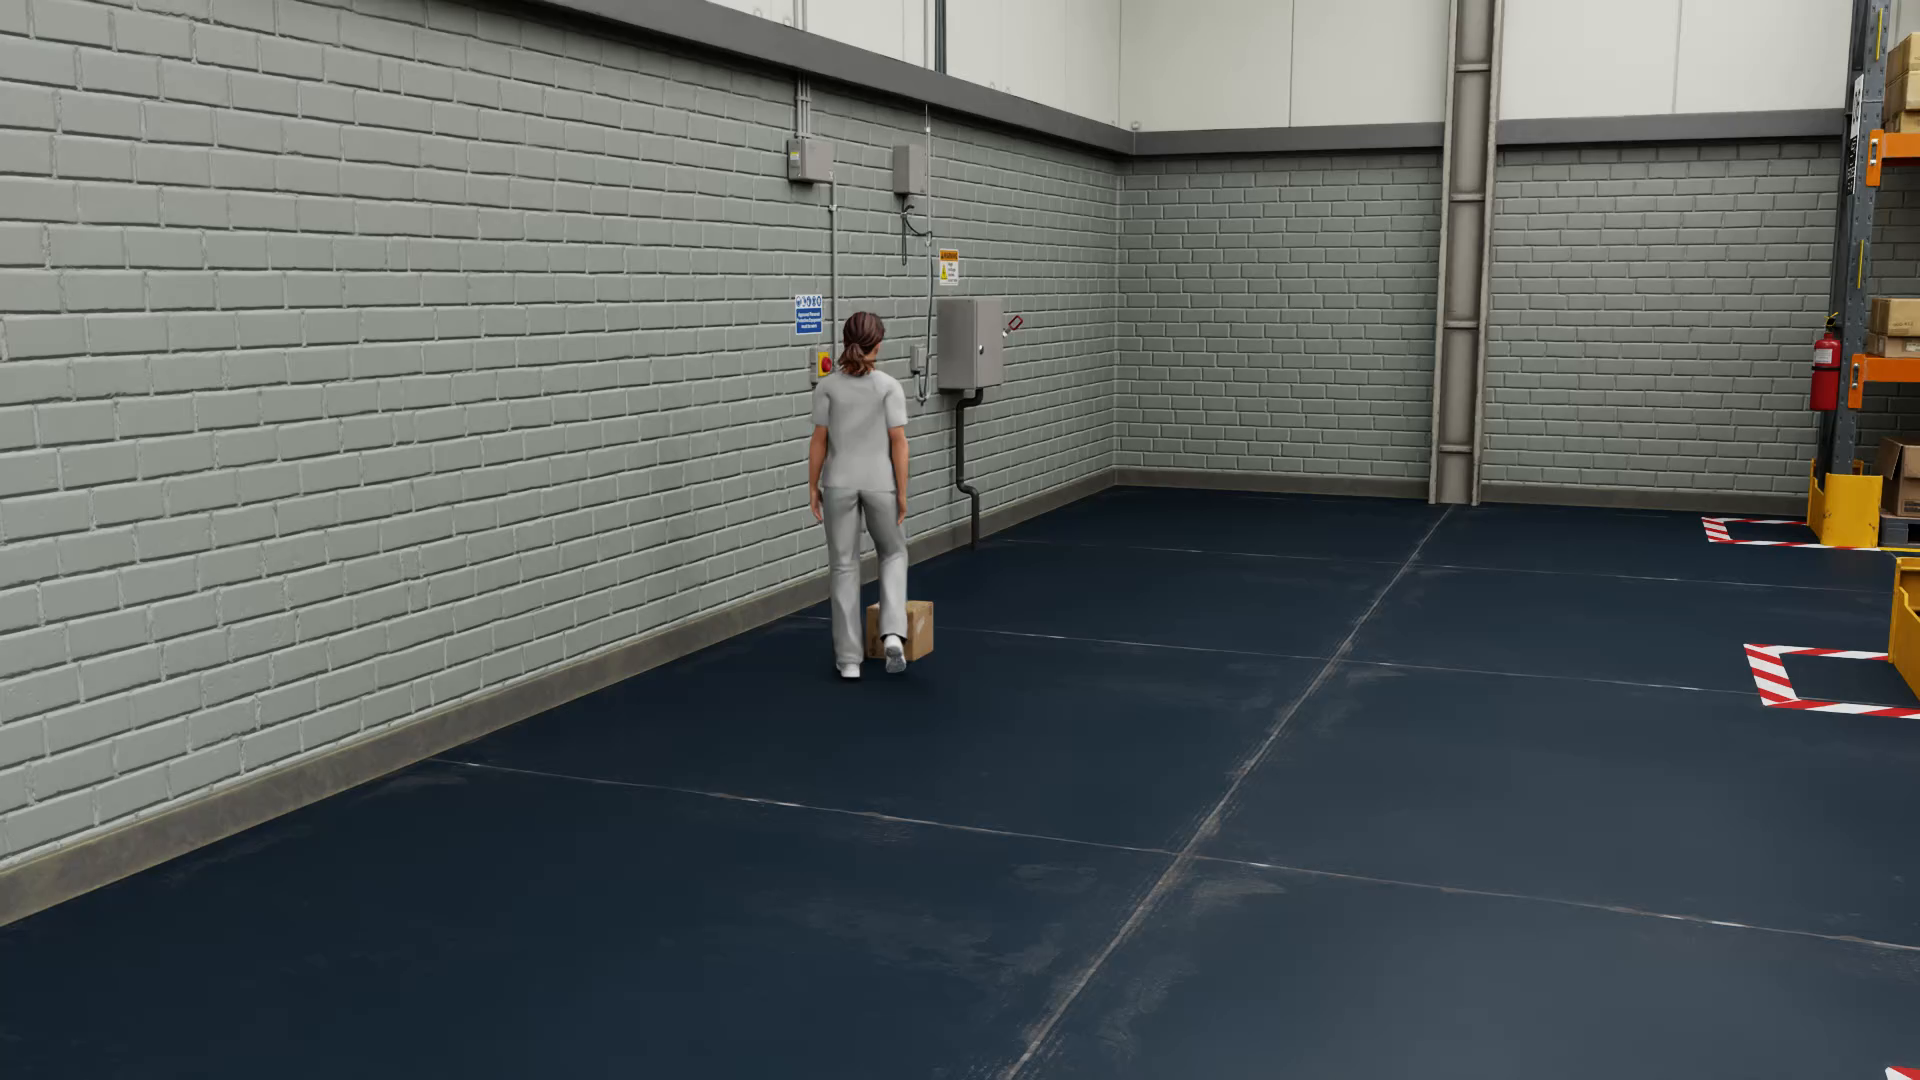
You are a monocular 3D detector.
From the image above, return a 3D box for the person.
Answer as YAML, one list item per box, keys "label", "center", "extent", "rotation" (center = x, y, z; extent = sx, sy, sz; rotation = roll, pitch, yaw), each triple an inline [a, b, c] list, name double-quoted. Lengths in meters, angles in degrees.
- label: "person"
  center: [-0.460, -0.202, 7.641]
  extent: [0.460, 1.684, 0.434]
  rotation: [0, 9, 0]
